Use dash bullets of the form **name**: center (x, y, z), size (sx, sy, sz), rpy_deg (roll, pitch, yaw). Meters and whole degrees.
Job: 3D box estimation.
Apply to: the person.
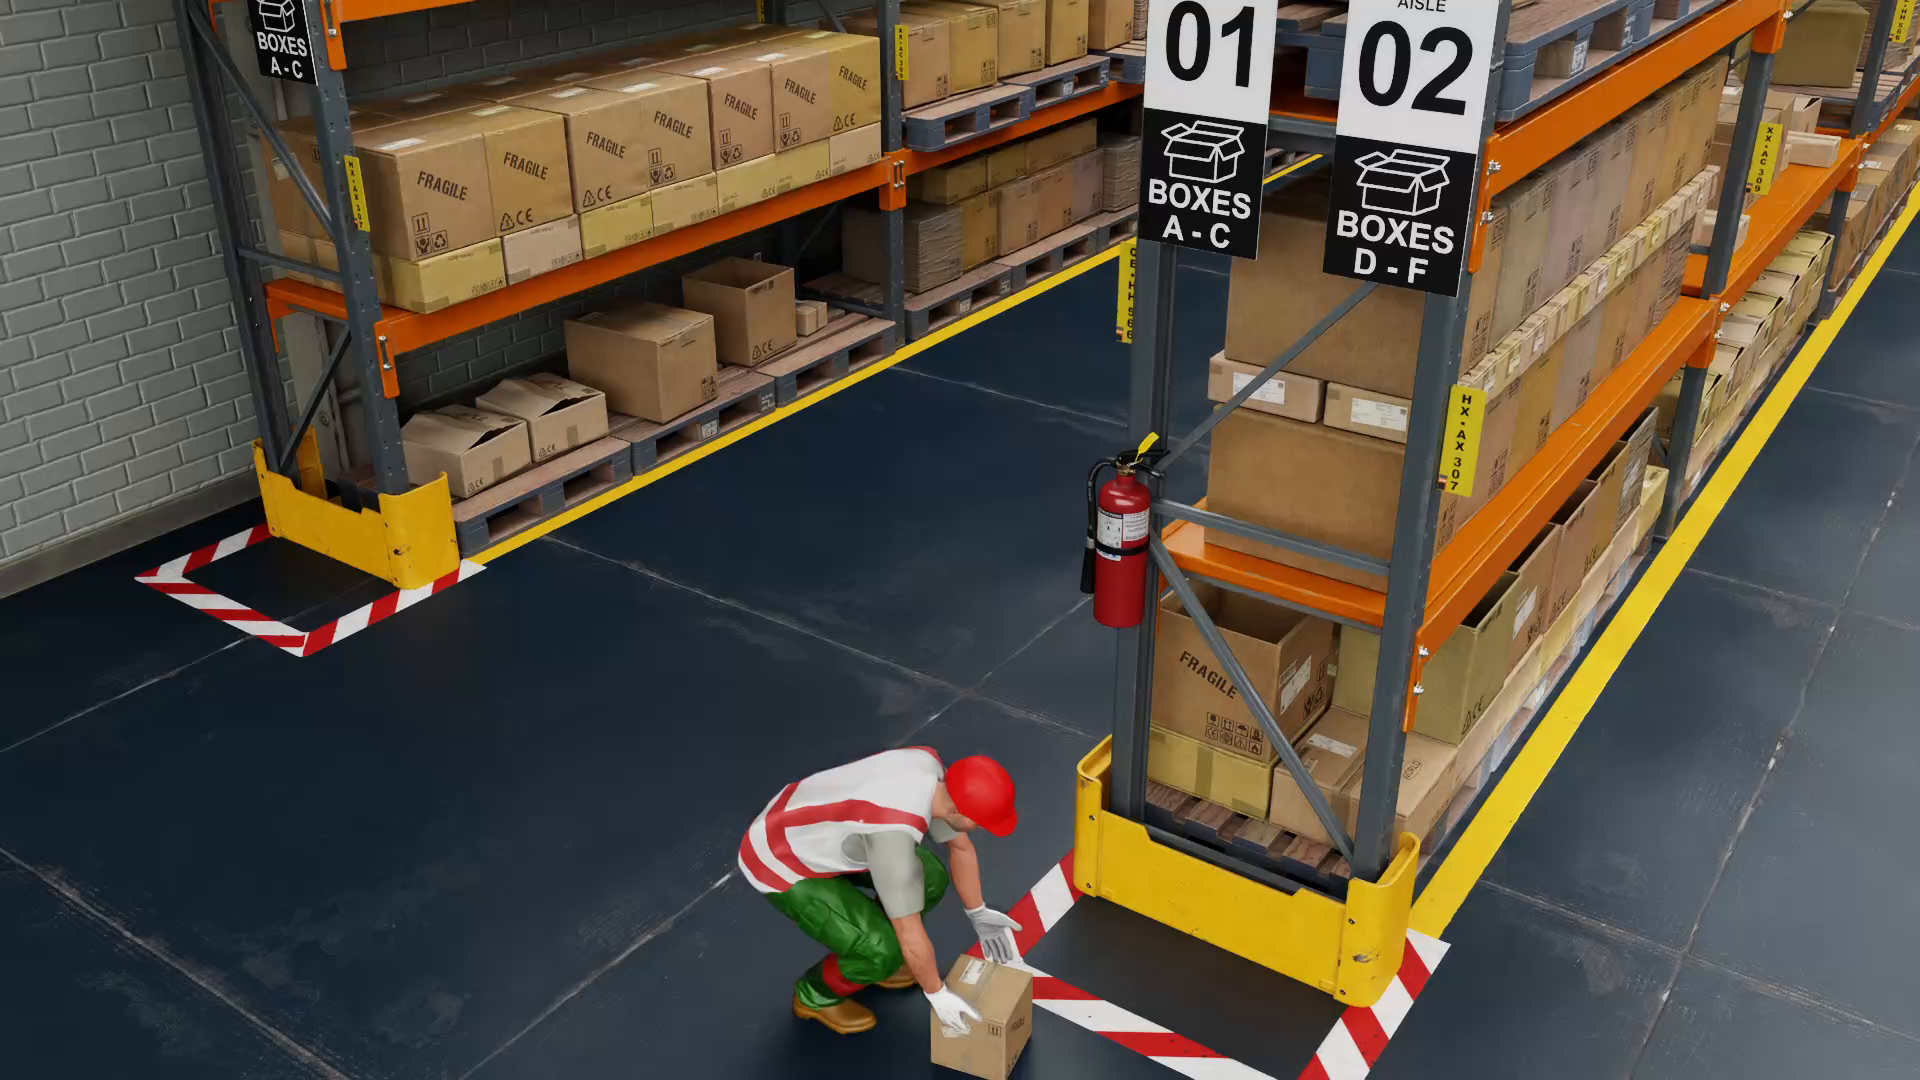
- **person**: center (-0.254, 1.070, 5.327), size (0.876, 1.015, 0.567), rpy_deg (10, 29, 20)
